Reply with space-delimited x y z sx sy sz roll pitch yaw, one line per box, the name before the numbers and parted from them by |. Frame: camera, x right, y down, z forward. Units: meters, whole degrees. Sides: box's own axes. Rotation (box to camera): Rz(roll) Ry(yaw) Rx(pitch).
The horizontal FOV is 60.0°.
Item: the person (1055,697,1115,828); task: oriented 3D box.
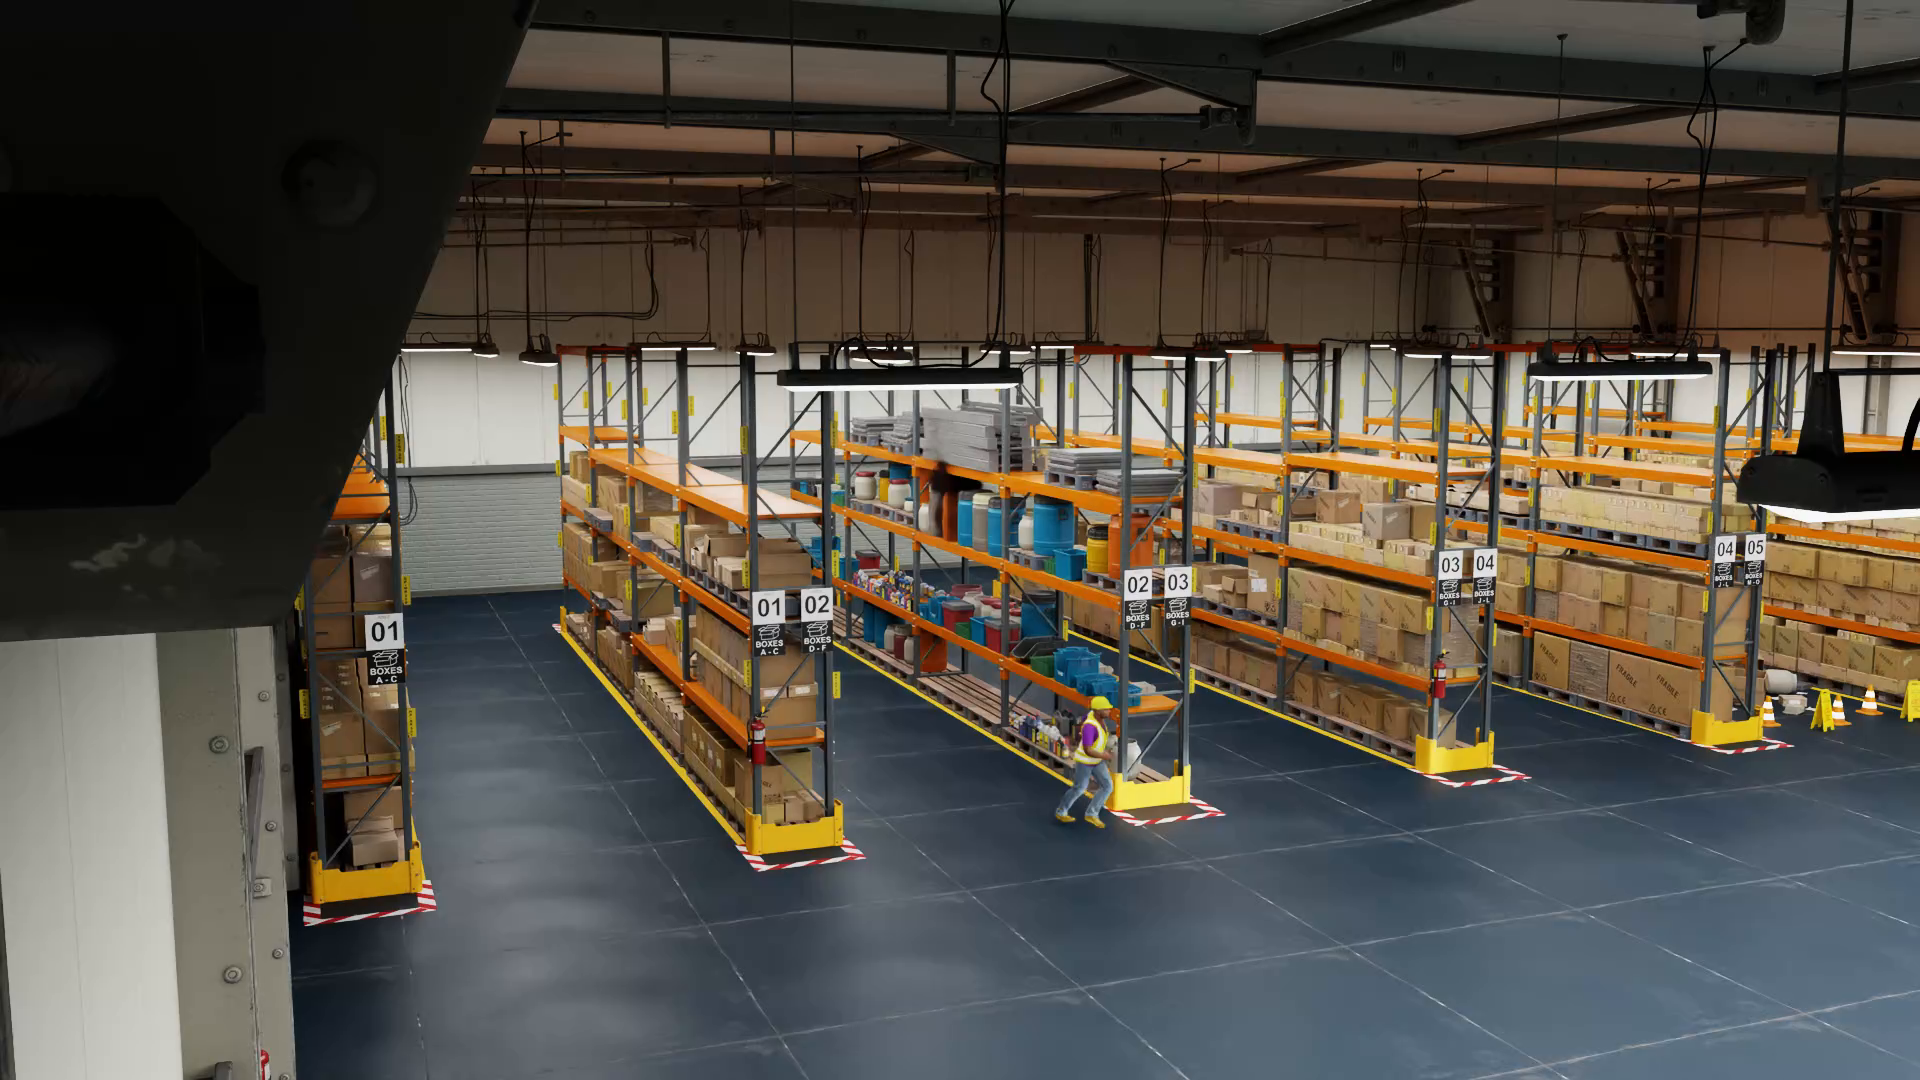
person | 1.591 2.817 21.101 0.794 1.745 0.693 4 8 29
